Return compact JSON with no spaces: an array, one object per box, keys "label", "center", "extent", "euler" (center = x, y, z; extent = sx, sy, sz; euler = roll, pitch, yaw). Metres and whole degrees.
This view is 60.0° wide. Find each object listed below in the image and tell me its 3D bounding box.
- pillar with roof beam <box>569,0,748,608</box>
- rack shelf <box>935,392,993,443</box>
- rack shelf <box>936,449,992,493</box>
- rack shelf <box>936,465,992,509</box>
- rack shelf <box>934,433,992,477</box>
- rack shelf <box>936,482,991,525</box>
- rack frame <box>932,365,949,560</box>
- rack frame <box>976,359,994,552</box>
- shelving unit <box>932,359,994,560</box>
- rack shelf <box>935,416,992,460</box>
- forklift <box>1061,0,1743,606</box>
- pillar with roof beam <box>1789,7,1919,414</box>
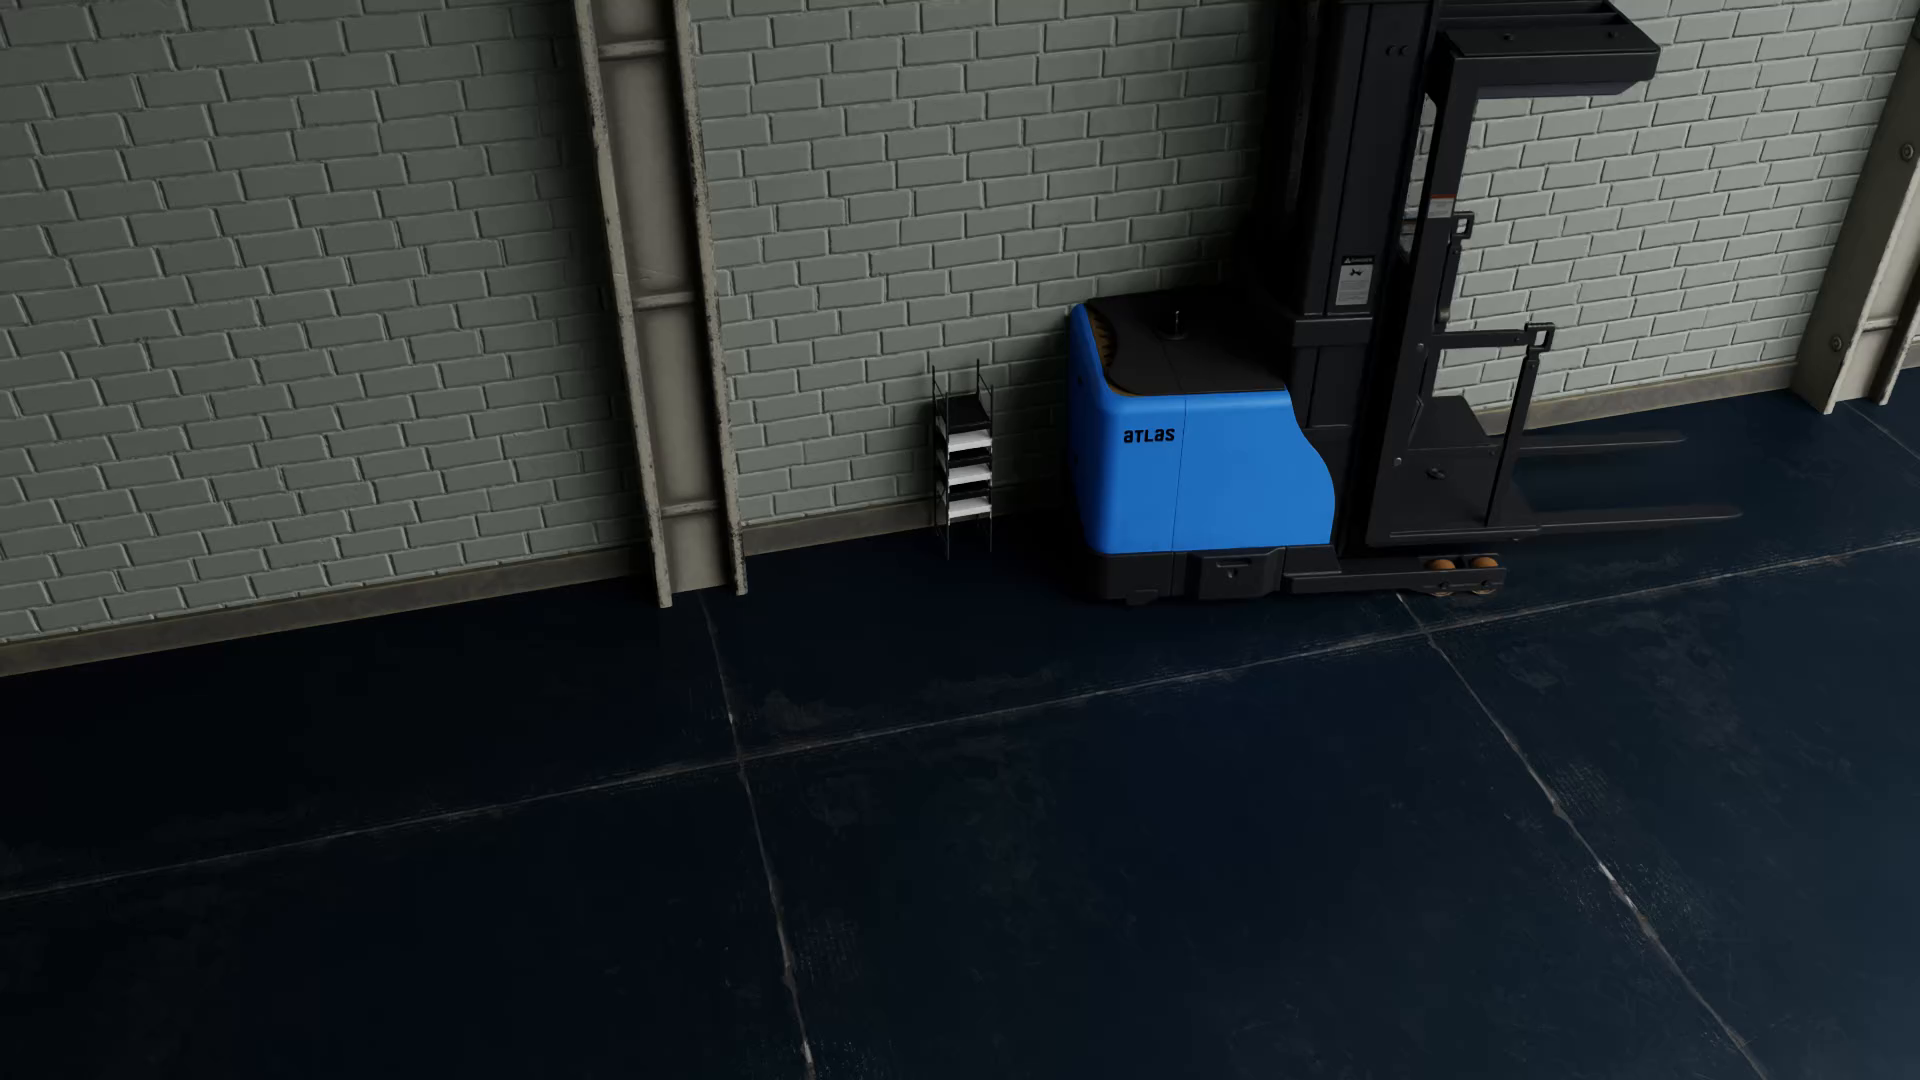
[{"label":"pillar with roof beam","center":[-0.057,-0.869,1.479],"extent":[0.400,9.000,9.100],"euler":[-9,38,-12]},{"label":"rack shelf","center":[0.012,-0.542,7.328],"extent":[0.200,0.077,0.258],"euler":[-10,38,-12]},{"label":"rack shelf","center":[0.012,-0.327,7.492],"extent":[0.200,0.077,0.258],"euler":[-10,38,-12]},{"label":"rack shelf","center":[0.012,-0.256,7.547],"extent":[0.200,0.077,0.258],"euler":[-10,38,-12]},{"label":"rack shelf","center":[0.012,-0.399,7.437],"extent":[0.200,0.077,0.258],"euler":[-10,38,-12]},{"label":"rack shelf","center":[0.012,-0.184,7.601],"extent":[0.200,0.077,0.258],"euler":[-10,38,-12]},{"label":"rack frame","center":[-0.086,-0.337,7.450],"extent":[0.006,0.900,0.240],"euler":[-10,38,-12]},{"label":"rack frame","center":[0.109,-0.370,7.494],"extent":[0.006,0.900,0.240],"euler":[-10,38,-12]},{"label":"shelving unit","center":[0.012,-0.354,7.472],"extent":[0.210,0.900,0.258],"euler":[-10,38,-12]},{"label":"rack shelf","center":[0.012,-0.470,7.383],"extent":[0.200,0.077,0.258],"euler":[-10,38,-12]},{"label":"forklift","center":[2.014,-1.232,6.948],"extent":[3.031,2.935,1.130],"euler":[-3,38,-4]},{"label":"pillar with roof beam","center":[5.736,-1.819,2.722],"extent":[0.400,9.000,9.100],"euler":[-9,38,-12]}]
